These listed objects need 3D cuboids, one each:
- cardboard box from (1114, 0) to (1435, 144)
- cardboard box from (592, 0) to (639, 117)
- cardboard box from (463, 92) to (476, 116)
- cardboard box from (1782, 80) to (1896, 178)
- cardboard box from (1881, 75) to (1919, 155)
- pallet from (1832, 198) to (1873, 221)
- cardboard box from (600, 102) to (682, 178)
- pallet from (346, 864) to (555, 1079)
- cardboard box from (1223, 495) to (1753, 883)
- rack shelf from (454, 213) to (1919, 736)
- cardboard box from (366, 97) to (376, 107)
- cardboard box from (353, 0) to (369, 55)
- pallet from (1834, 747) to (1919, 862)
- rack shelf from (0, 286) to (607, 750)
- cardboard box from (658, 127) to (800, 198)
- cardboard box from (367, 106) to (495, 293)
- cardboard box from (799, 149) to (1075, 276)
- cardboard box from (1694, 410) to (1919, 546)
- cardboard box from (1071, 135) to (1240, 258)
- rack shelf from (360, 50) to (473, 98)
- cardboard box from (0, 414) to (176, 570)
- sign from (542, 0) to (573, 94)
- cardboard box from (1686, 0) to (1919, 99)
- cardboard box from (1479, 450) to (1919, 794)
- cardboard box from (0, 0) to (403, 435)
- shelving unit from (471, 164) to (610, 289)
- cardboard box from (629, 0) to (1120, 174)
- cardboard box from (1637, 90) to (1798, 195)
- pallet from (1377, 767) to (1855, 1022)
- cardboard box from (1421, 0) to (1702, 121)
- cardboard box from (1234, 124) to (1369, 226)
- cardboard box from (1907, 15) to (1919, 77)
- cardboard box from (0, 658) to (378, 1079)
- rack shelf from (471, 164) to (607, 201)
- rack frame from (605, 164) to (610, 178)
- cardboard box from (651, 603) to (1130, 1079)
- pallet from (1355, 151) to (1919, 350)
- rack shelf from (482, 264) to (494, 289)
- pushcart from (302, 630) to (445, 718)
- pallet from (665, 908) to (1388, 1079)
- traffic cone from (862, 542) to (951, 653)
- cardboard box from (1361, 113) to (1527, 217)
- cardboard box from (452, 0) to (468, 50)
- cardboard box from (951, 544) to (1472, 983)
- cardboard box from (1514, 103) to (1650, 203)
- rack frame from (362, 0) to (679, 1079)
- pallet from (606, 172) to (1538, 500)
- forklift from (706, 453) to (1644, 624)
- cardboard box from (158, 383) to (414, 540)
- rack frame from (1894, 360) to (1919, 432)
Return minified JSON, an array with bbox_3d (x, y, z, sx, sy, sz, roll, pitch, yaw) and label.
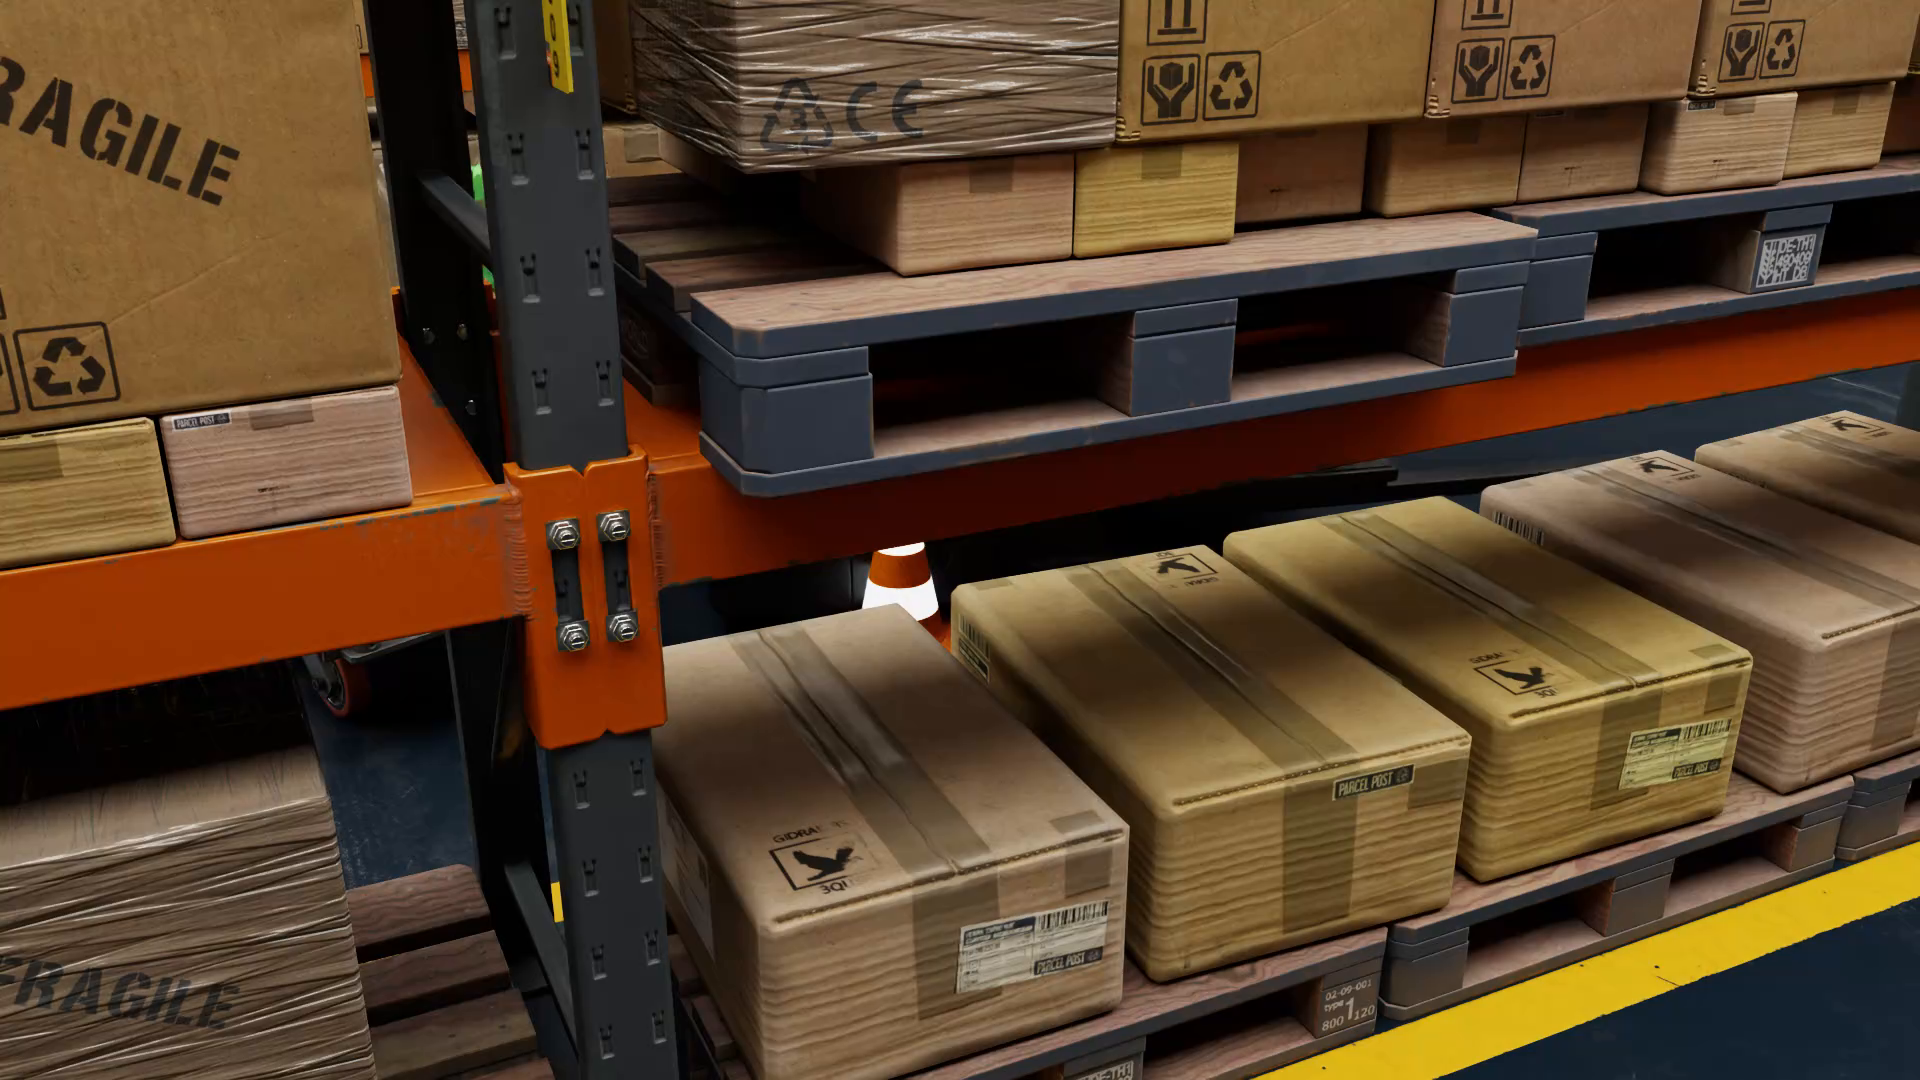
[{"bbox_3d":[0.322,-0.866,2.351,0.500,0.500,0.500,-10,25,-23],"label":"cardboard box"},{"bbox_3d":[-0.359,-0.959,2.577,0.500,0.500,0.500,-11,25,-25],"label":"cardboard box"},{"bbox_3d":[-3.469,-3.149,11.629,0.500,0.500,0.700,-13,26,-28],"label":"cardboard box"},{"bbox_3d":[1.373,-0.747,2.913,0.250,0.149,0.380,-11,25,-25],"label":"cardboard box"},{"bbox_3d":[1.564,-0.817,3.082,0.250,0.149,0.380,-10,25,-23],"label":"cardboard box"},{"bbox_3d":[2.333,-0.846,3.622,1.003,0.211,1.213,-10,25,-24],"label":"pallet"},{"bbox_3d":[-1.522,-1.562,7.494,0.750,0.750,1.050,-10,25,-24],"label":"cardboard box"},{"bbox_3d":[-1.266,0.986,2.592,1.213,0.211,1.003,-10,25,-24],"label":"pallet"},{"bbox_3d":[1.068,0.270,3.562,0.625,0.372,0.950,-10,24,-22],"label":"cardboard box"},{"bbox_3d":[1.126,-0.425,3.296,4.000,0.370,1.077,-10,25,-24],"label":"rack shelf"},{"bbox_3d":[-3.973,-3.056,11.405,0.500,0.500,0.700,-11,25,-24],"label":"cardboard box"},{"bbox_3d":[-2.323,-2.156,6.405,0.500,0.500,0.500,-10,25,-23],"label":"cardboard box"},{"bbox_3d":[2.224,0.328,4.181,1.213,0.211,1.003,-10,25,-24],"label":"pallet"},{"bbox_3d":[-2.478,0.238,1.693,4.000,0.370,1.077,-10,25,-24],"label":"rack shelf"},{"bbox_3d":[-0.332,-0.684,2.760,0.250,0.149,0.380,-10,25,-23],"label":"cardboard box"},{"bbox_3d":[-2.393,-1.403,7.111,0.750,0.750,1.050,-11,25,-24],"label":"cardboard box"},{"bbox_3d":[-0.041,-0.487,2.283,0.250,0.149,0.380,-10,25,-23],"label":"cardboard box"},{"bbox_3d":[2.415,0.021,4.164,0.625,0.372,0.950,-12,25,-27],"label":"cardboard box"},{"bbox_3d":[0.188,-0.525,2.376,0.250,0.149,0.380,-10,24,-23],"label":"cardboard box"},{"bbox_3d":[-1.112,-2.114,7.376,4.000,0.370,1.077,-10,25,-24],"label":"rack shelf"},{"bbox_3d":[-1.055,-0.108,1.917,0.250,0.149,0.380,-10,24,-22],"label":"cardboard box"},{"bbox_3d":[-0.434,-0.640,1.742,0.005,0.325,0.100,-10,25,-24],"label":"sign"},{"bbox_3d":[1.232,-1.032,2.752,0.500,0.500,0.500,-12,25,-26],"label":"cardboard box"},{"bbox_3d":[1.754,0.146,3.861,0.625,0.372,0.950,-11,25,-25],"label":"cardboard box"},{"bbox_3d":[-0.968,-0.450,1.896,0.500,0.500,0.500,-11,25,-25],"label":"cardboard box"},{"bbox_3d":[-1.197,-0.641,4.905,0.503,1.200,0.258,-30,27,-36],"label":"shelving unit"},{"bbox_3d":[-0.129,-0.782,2.150,0.500,0.500,0.500,-10,24,-22],"label":"cardboard box"},{"bbox_3d":[1.146,-0.693,2.782,0.250,0.149,0.380,-9,24,-22],"label":"cardboard box"},{"bbox_3d":[1.126,0.529,3.696,1.213,0.211,1.003,-10,25,-24],"label":"pallet"},{"bbox_3d":[0.774,-0.943,2.537,0.500,0.500,0.500,-11,25,-24],"label":"cardboard box"},{"bbox_3d":[0.410,-0.598,2.553,0.250,0.149,0.380,-9,24,-20],"label":"cardboard box"},{"bbox_3d":[1.724,-1.122,2.970,0.500,0.500,0.500,-12,25,-27],"label":"cardboard box"},{"bbox_3d":[-1.092,0.495,2.198,0.500,0.500,0.500,-11,25,-24],"label":"cardboard box"},{"bbox_3d":[-1.287,-1.017,4.751,0.480,0.148,0.258,-30,27,-36],"label":"rack shelf"},{"bbox_3d":[-1.026,-0.741,5.048,0.015,1.200,0.240,-30,27,-36],"label":"rack frame"},{"bbox_3d":[-0.204,0.506,2.991,0.625,0.372,0.950,-10,25,-23],"label":"cardboard box"},{"bbox_3d":[1.163,-0.658,3.169,1.213,0.211,1.003,-10,25,-24],"label":"pallet"},{"bbox_3d":[-1.235,-0.800,4.840,0.480,0.148,0.258,-30,27,-36],"label":"rack shelf"},{"bbox_3d":[-1.710,0.008,4.736,1.648,0.377,0.936,20,30,40],"label":"pushcart"},{"bbox_3d":[0.025,0.733,3.203,1.213,0.211,1.003,-10,25,-24],"label":"pallet"},{"bbox_3d":[-0.166,0.058,4.504,0.334,0.463,0.336,-10,25,-24],"label":"traffic cone"},{"bbox_3d":[0.660,-0.627,2.621,0.250,0.149,0.380,-10,25,-23],"label":"cardboard box"},{"bbox_3d":[-1.868,-2.240,6.608,0.500,0.500,0.500,-10,25,-23],"label":"cardboard box"},{"bbox_3d":[0.442,0.386,3.282,0.625,0.372,0.950,-9,24,-20],"label":"cardboard box"},{"bbox_3d":[0.884,-0.667,2.719,0.250,0.149,0.380,-10,25,-23],"label":"cardboard box"},{"bbox_3d":[-0.676,-0.426,2.357,0.127,3.000,1.000,-10,25,-24],"label":"rack frame"},{"bbox_3d":[0.076,-0.414,2.579,1.213,0.211,1.003,-10,25,-24],"label":"pallet"},{"bbox_3d":[0.692,-1.391,4.779,3.031,2.935,1.130,-5,23,-12],"label":"forklift"},{"bbox_3d":[-0.833,-0.151,2.022,0.250,0.149,0.380,-11,25,-24],"label":"cardboard box"},{"bbox_3d":[2.928,-1.089,3.960,0.127,3.000,1.000,-10,25,-24],"label":"rack frame"}]
